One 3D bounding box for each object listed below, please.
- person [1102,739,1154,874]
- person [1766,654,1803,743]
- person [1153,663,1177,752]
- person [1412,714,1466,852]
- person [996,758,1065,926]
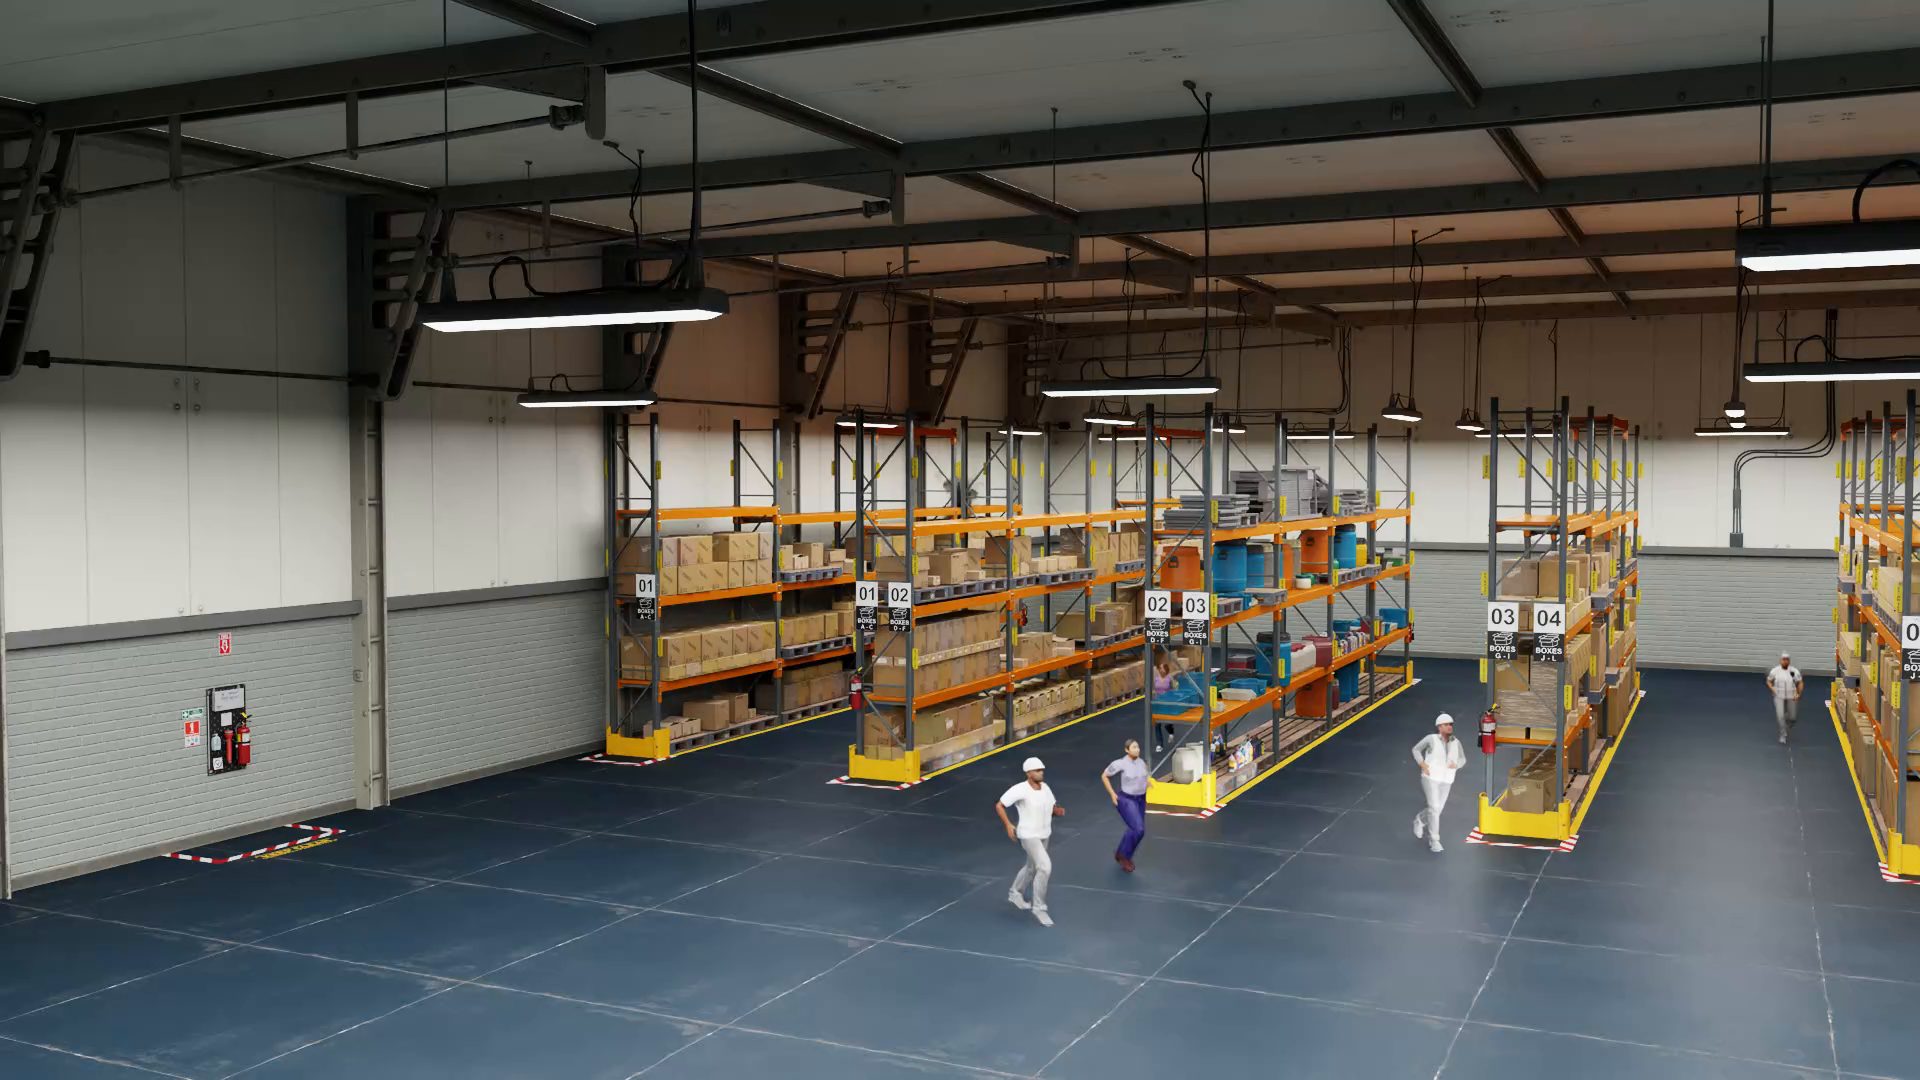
[{"bbox_3d":[2.155,3.313,20.738,0.577,1.660,0.663,-2,3,-42],"label":"person"},{"bbox_3d":[15.272,2.916,30.792,0.616,1.624,0.688,1,3,20],"label":"person"},{"bbox_3d":[3.627,2.969,29.701,0.546,1.561,0.743,1,3,22],"label":"person"},{"bbox_3d":[6.413,3.204,22.229,0.686,1.763,0.886,0,2,-10],"label":"person"},{"bbox_3d":[0.819,3.337,18.531,0.777,1.831,0.672,2,3,38],"label":"person"}]
